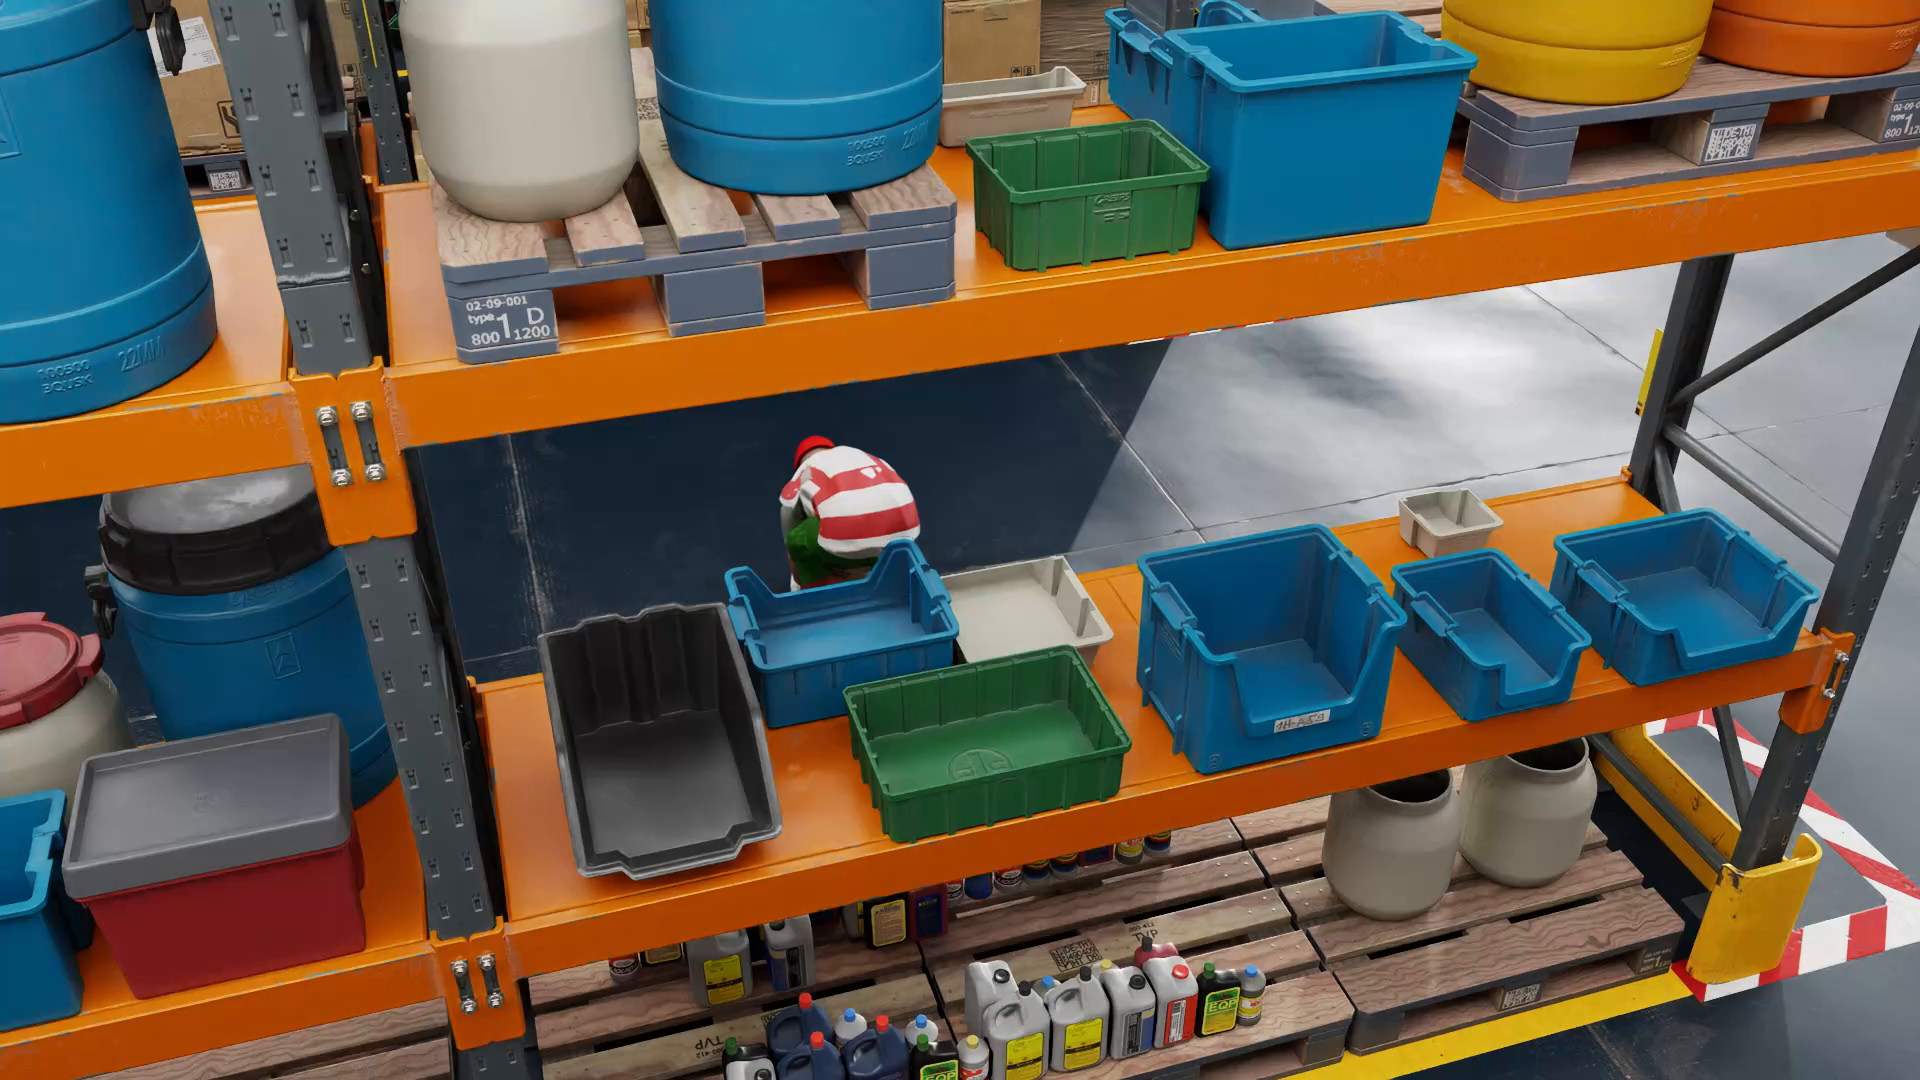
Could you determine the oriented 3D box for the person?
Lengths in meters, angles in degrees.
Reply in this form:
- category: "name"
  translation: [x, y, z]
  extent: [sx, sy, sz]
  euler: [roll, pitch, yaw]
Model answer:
- category: "person"
  translation: [-0.475, 0.002, 6.931]
  extent: [0.526, 0.915, 0.956]
  euler: [-12, 35, -17]
